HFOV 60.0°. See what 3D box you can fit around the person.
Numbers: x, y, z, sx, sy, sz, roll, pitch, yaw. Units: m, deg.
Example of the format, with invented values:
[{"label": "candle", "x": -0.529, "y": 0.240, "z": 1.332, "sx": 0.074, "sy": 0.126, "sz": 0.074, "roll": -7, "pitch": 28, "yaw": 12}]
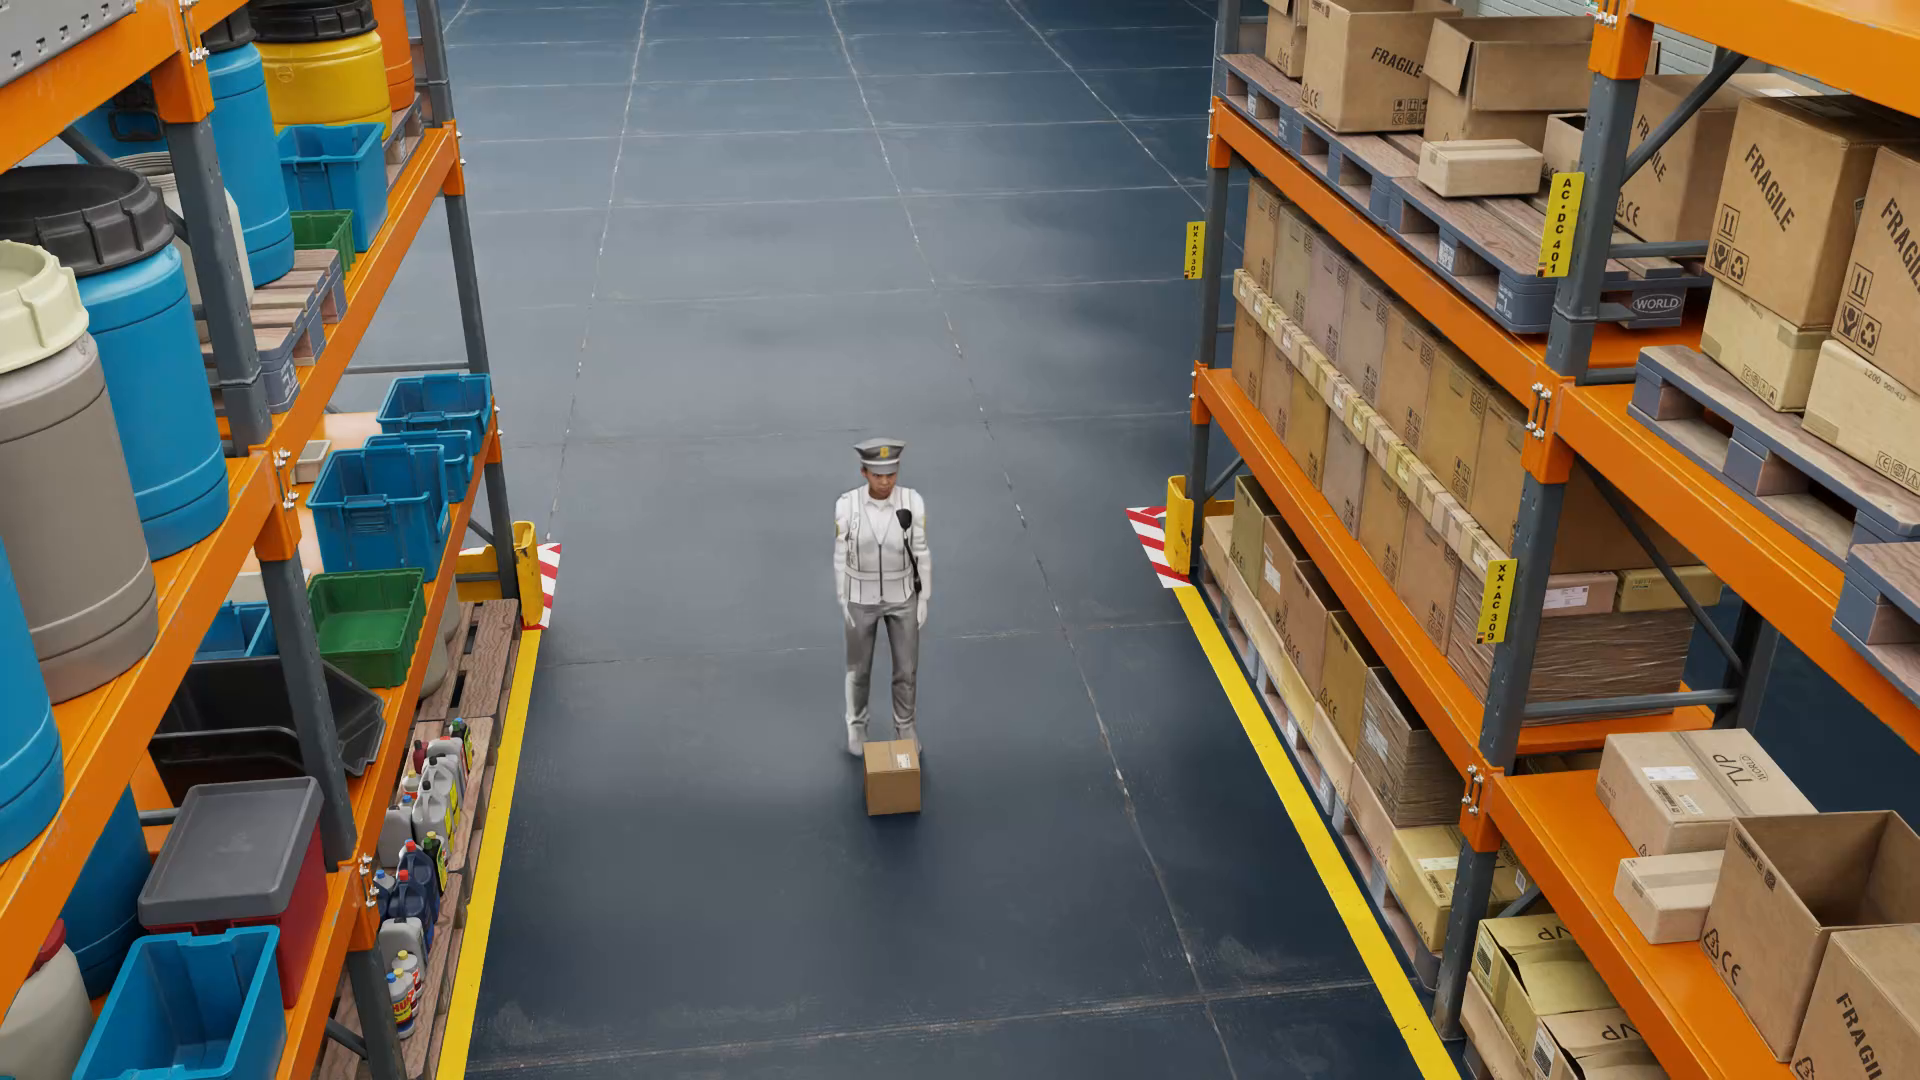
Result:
[{"label": "person", "x": -0.369, "y": 0.294, "z": 8.054, "sx": 0.465, "sy": 1.701, "sz": 0.343, "roll": -3, "pitch": 27, "yaw": -6}]
